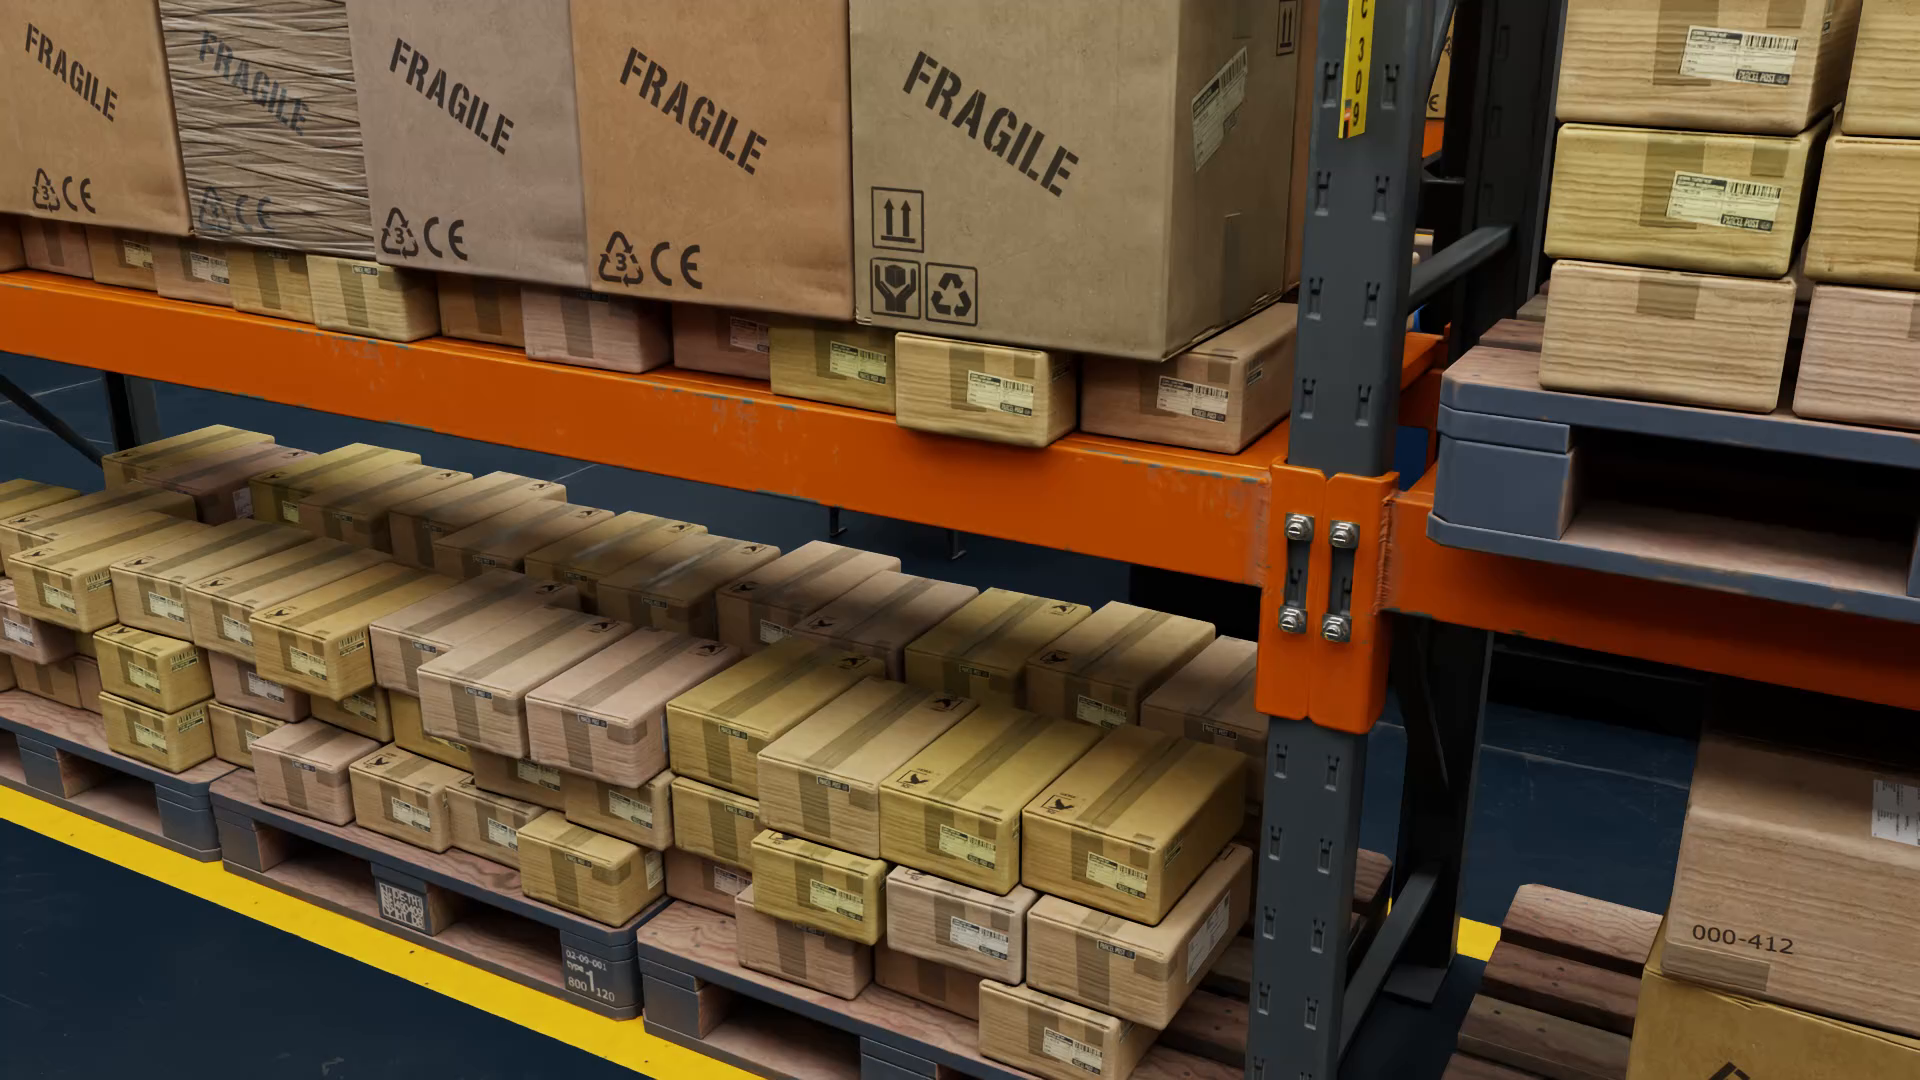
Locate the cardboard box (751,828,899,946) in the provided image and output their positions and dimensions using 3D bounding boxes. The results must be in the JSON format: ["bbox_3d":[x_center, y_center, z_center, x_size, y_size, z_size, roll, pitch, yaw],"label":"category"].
[{"bbox_3d":[-0.174,0.559,3.054,0.250,0.149,0.380,10,22,25],"label":"cardboard box"}]

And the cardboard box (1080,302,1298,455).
[{"bbox_3d":[0.377,-0.265,2.567,0.250,0.149,0.380,11,22,27],"label":"cardboard box"}]

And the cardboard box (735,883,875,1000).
[{"bbox_3d":[-0.216,0.680,3.156,0.250,0.149,0.380,10,22,26],"label":"cardboard box"}]

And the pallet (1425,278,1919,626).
[{"bbox_3d":[1.337,-0.145,2.148,1.213,0.211,1.003,11,23,27],"label":"pallet"}]

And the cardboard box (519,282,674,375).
[{"bbox_3d":[-0.570,-0.425,3.005,0.250,0.149,0.380,10,22,25],"label":"cardboard box"}]

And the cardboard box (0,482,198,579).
[{"bbox_3d":[-2.161,-0.010,4.185,0.250,0.149,0.380,11,23,28],"label":"cardboard box"}]

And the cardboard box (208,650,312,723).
[{"bbox_3d":[-1.502,0.263,3.870,0.250,0.149,0.380,10,22,25],"label":"cardboard box"}]

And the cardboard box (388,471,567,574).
[{"bbox_3d":[-1.230,-0.041,4.272,0.250,0.149,0.380,12,23,29],"label":"cardboard box"}]

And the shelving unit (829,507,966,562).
[{"bbox_3d":[-0.144,-1.015,5.583,0.503,2.100,0.431,11,23,27],"label":"shelving unit"}]

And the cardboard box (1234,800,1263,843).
[{"bbox_3d":[0.580,0.442,3.378,0.250,0.149,0.380,12,23,30],"label":"cardboard box"}]

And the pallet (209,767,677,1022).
[{"bbox_3d":[-0.932,0.601,3.898,1.213,0.211,1.003,11,23,27],"label":"pallet"}]

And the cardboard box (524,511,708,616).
[{"bbox_3d":[-0.811,0.071,3.963,0.250,0.149,0.380,11,23,28],"label":"cardboard box"}]

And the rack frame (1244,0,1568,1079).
[{"bbox_3d":[0.740,-0.406,2.585,0.127,3.000,1.000,11,23,27],"label":"rack frame"}]

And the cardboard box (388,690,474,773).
[{"bbox_3d":[-1.014,0.344,3.647,0.250,0.149,0.380,12,23,30],"label":"cardboard box"}]

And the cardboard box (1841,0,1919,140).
[{"bbox_3d":[1.107,-0.518,1.774,0.250,0.149,0.380,11,23,29],"label":"cardboard box"}]

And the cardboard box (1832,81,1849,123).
[{"bbox_3d":[1.184,-0.618,2.485,0.250,0.149,0.380,12,23,29],"label":"cardboard box"}]

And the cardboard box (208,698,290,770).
[{"bbox_3d":[-1.523,0.402,3.923,0.250,0.149,0.380,11,23,27],"label":"cardboard box"}]

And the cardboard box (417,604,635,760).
[{"bbox_3d":[-0.872,0.281,3.385,0.250,0.149,0.380,10,22,25],"label":"cardboard box"}]

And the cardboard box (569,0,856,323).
[{"bbox_3d":[-0.272,-0.676,2.746,0.500,0.500,0.500,10,22,26],"label":"cardboard box"}]

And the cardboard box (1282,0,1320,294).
[{"bbox_3d":[0.431,-0.750,2.951,0.500,0.500,0.500,10,22,26],"label":"cardboard box"}]

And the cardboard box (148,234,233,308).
[{"bbox_3d":[-1.458,-0.607,3.507,0.250,0.149,0.380,10,22,26],"label":"cardboard box"}]

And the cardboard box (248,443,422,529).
[{"bbox_3d":[-1.686,-0.131,4.520,0.250,0.149,0.380,10,22,26],"label":"cardboard box"}]

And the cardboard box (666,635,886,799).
[{"bbox_3d":[-0.349,0.339,3.223,0.250,0.149,0.380,12,23,29],"label":"cardboard box"}]

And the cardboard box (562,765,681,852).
[{"bbox_3d":[-0.578,0.451,3.351,0.250,0.149,0.380,11,23,29],"label":"cardboard box"}]

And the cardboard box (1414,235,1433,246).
[{"bbox_3d":[1.789,-1.174,7.845,0.875,0.438,0.875,10,22,26],"label":"cardboard box"}]

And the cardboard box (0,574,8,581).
[{"bbox_3d":[-2.419,0.096,4.332,0.250,0.149,0.380,12,23,30],"label":"cardboard box"}]

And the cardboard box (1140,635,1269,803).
[{"bbox_3d":[0.541,0.338,3.226,0.250,0.149,0.380,12,23,29],"label":"cardboard box"}]

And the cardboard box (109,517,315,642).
[{"bbox_3d":[-1.746,0.087,3.919,0.250,0.149,0.380,10,22,25],"label":"cardboard box"}]

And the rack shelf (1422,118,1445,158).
[{"bbox_3d":[1.320,-1.891,7.733,4.000,0.370,1.077,11,23,27],"label":"rack shelf"}]

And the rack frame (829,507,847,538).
[{"bbox_3d":[-0.358,-1.055,5.695,0.015,2.100,0.400,11,23,27],"label":"rack frame"}]

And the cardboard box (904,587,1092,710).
[{"bbox_3d":[0.084,0.248,3.476,0.250,0.149,0.380,10,22,27],"label":"cardboard box"}]

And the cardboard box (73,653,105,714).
[{"bbox_3d":[-1.962,0.313,4.169,0.250,0.149,0.380,11,23,28],"label":"cardboard box"}]

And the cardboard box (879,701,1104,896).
[{"bbox_3d":[0.060,0.445,2.932,0.250,0.149,0.380,11,23,28],"label":"cardboard box"}]

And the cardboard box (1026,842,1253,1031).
[{"bbox_3d":[0.310,0.639,2.832,0.250,0.149,0.380,11,23,28],"label":"cardboard box"}]

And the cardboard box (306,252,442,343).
[{"bbox_3d":[-1.023,-0.504,3.224,0.250,0.149,0.380,11,23,28],"label":"cardboard box"}]

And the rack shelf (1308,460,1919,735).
[{"bbox_3d":[2.487,0.265,1.791,4.000,0.370,1.077,11,23,27],"label":"rack shelf"}]

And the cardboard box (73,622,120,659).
[{"bbox_3d":[-1.951,0.172,4.120,0.250,0.149,0.380,11,23,28],"label":"cardboard box"}]

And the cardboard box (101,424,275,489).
[{"bbox_3d":[-2.166,-0.195,4.697,0.250,0.149,0.380,11,23,28],"label":"cardboard box"}]

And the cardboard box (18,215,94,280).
[{"bbox_3d":[-1.884,-0.708,3.788,0.250,0.149,0.380,12,23,30],"label":"cardboard box"}]

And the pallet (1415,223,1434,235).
[{"bbox_3d":[3.816,-2.381,12.119,1.213,0.211,1.003,11,23,27],"label":"pallet"}]

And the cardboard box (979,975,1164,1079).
[{"bbox_3d":[0.232,0.773,2.900,0.250,0.149,0.380,11,23,28],"label":"cardboard box"}]

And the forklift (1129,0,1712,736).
[{"bbox_3d":[2.076,-1.035,4.421,3.031,2.935,1.130,9,22,24],"label":"forklift"}]

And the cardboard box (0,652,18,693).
[{"bbox_3d":[-2.450,0.254,4.330,0.250,0.149,0.380,11,23,28],"label":"cardboard box"}]

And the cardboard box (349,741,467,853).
[{"bbox_3d":[-1.093,0.507,3.632,0.250,0.149,0.380,11,23,27],"label":"cardboard box"}]

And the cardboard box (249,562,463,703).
[{"bbox_3d":[-1.301,0.193,3.626,0.250,0.149,0.380,11,23,28],"label":"cardboard box"}]

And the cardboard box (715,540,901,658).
[{"bbox_3d":[-0.337,0.144,3.761,0.250,0.149,0.380,11,23,28],"label":"cardboard box"}]

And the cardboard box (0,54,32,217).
[{"bbox_3d":[-2.015,-1.019,3.694,0.500,0.500,0.500,11,23,27],"label":"cardboard box"}]

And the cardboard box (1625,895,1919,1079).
[{"bbox_3d":[1.256,0.774,2.383,0.500,0.500,0.500,12,23,29],"label":"cardboard box"}]

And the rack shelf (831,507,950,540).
[{"bbox_3d":[-0.145,-0.344,5.826,0.480,0.518,0.431,11,23,27],"label":"rack shelf"}]

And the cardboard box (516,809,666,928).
[{"bbox_3d":[-0.672,0.601,3.374,0.250,0.149,0.380,11,23,27],"label":"cardboard box"}]

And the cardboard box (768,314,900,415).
[{"bbox_3d":[-0.105,-0.338,2.767,0.250,0.149,0.380,12,23,29],"label":"cardboard box"}]

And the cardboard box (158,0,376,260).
[{"bbox_3d":[-1.145,-0.851,3.230,0.500,0.500,0.500,10,22,26],"label":"cardboard box"}]

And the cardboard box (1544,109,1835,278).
[{"bbox_3d":[0.860,-0.422,1.947,0.250,0.149,0.380,11,23,28],"label":"cardboard box"}]

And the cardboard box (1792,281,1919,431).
[{"bbox_3d":[1.105,-0.238,1.876,0.250,0.149,0.380,11,23,28],"label":"cardboard box"}]
